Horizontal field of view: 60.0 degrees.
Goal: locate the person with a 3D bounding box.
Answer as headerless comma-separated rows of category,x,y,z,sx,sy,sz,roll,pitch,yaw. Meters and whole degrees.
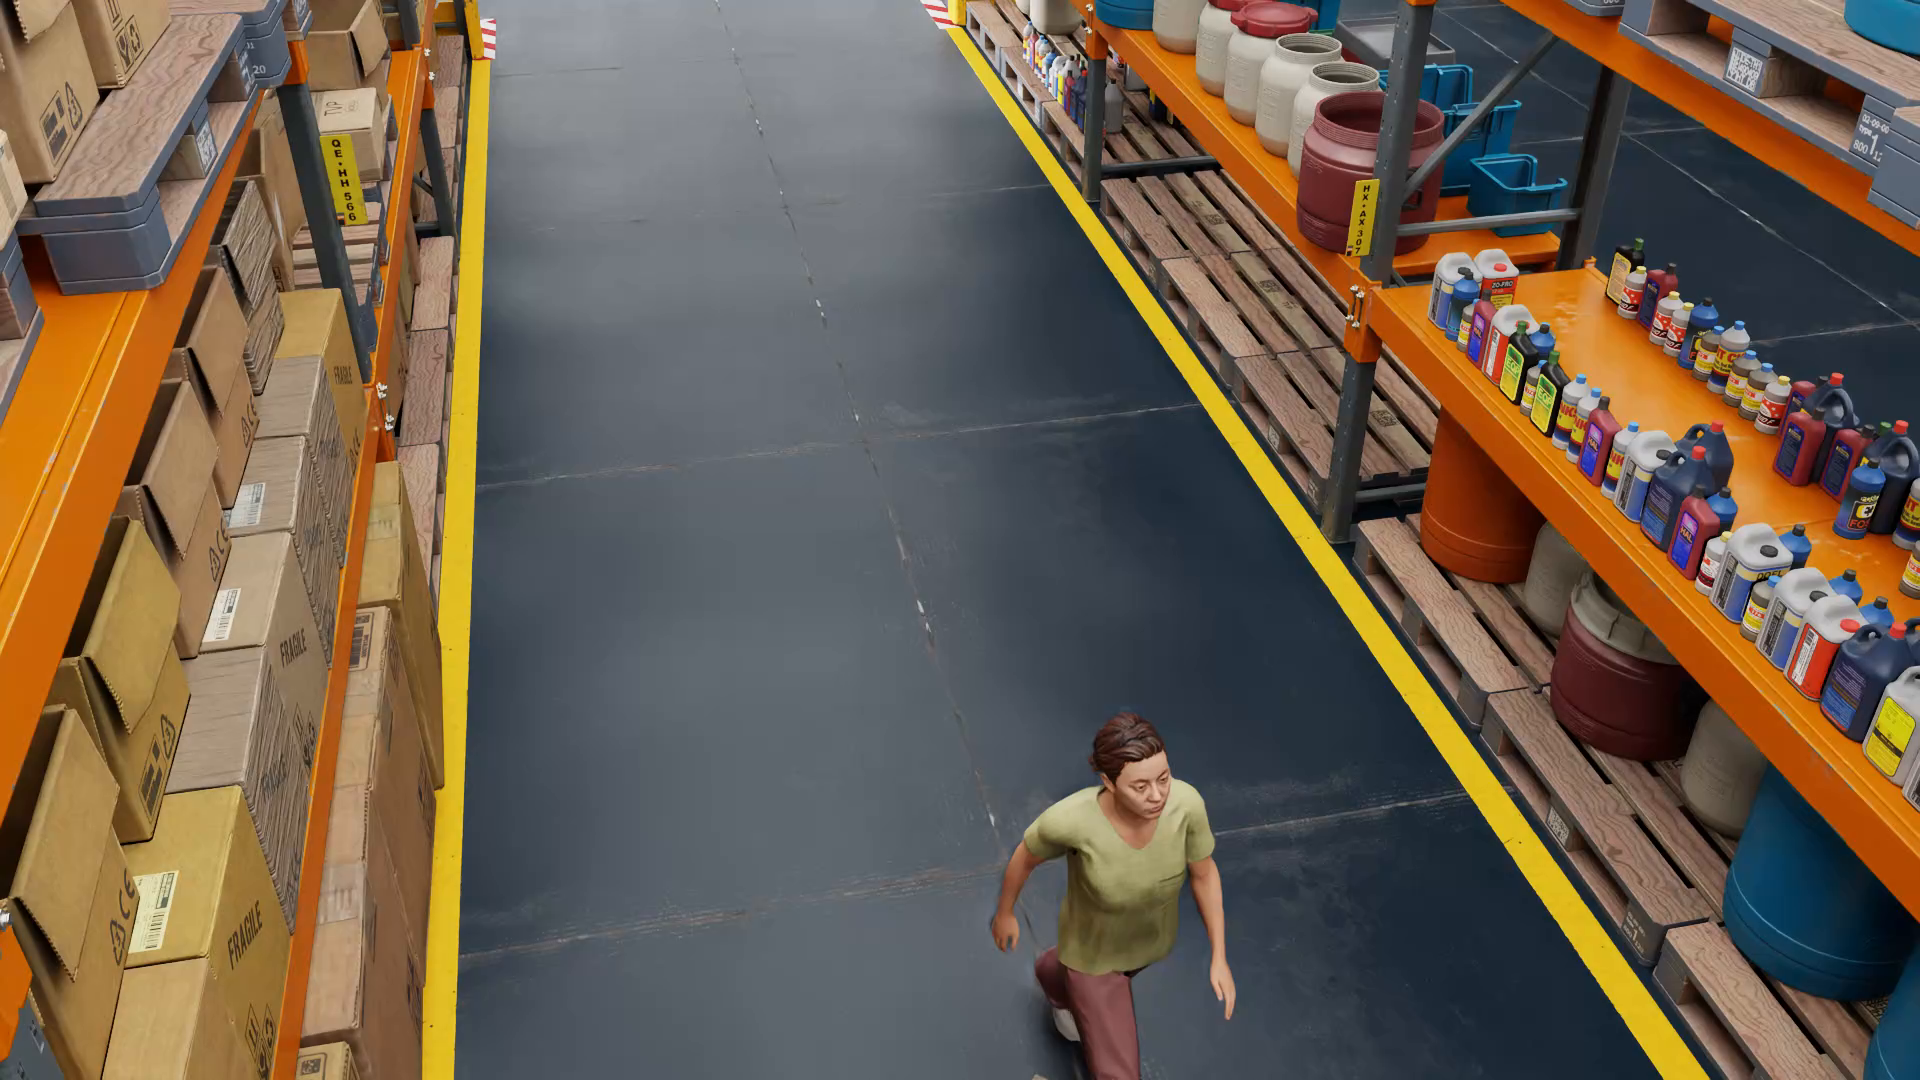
person,0.416,1.107,4.565,0.542,1.605,1.110,-13,37,-19
